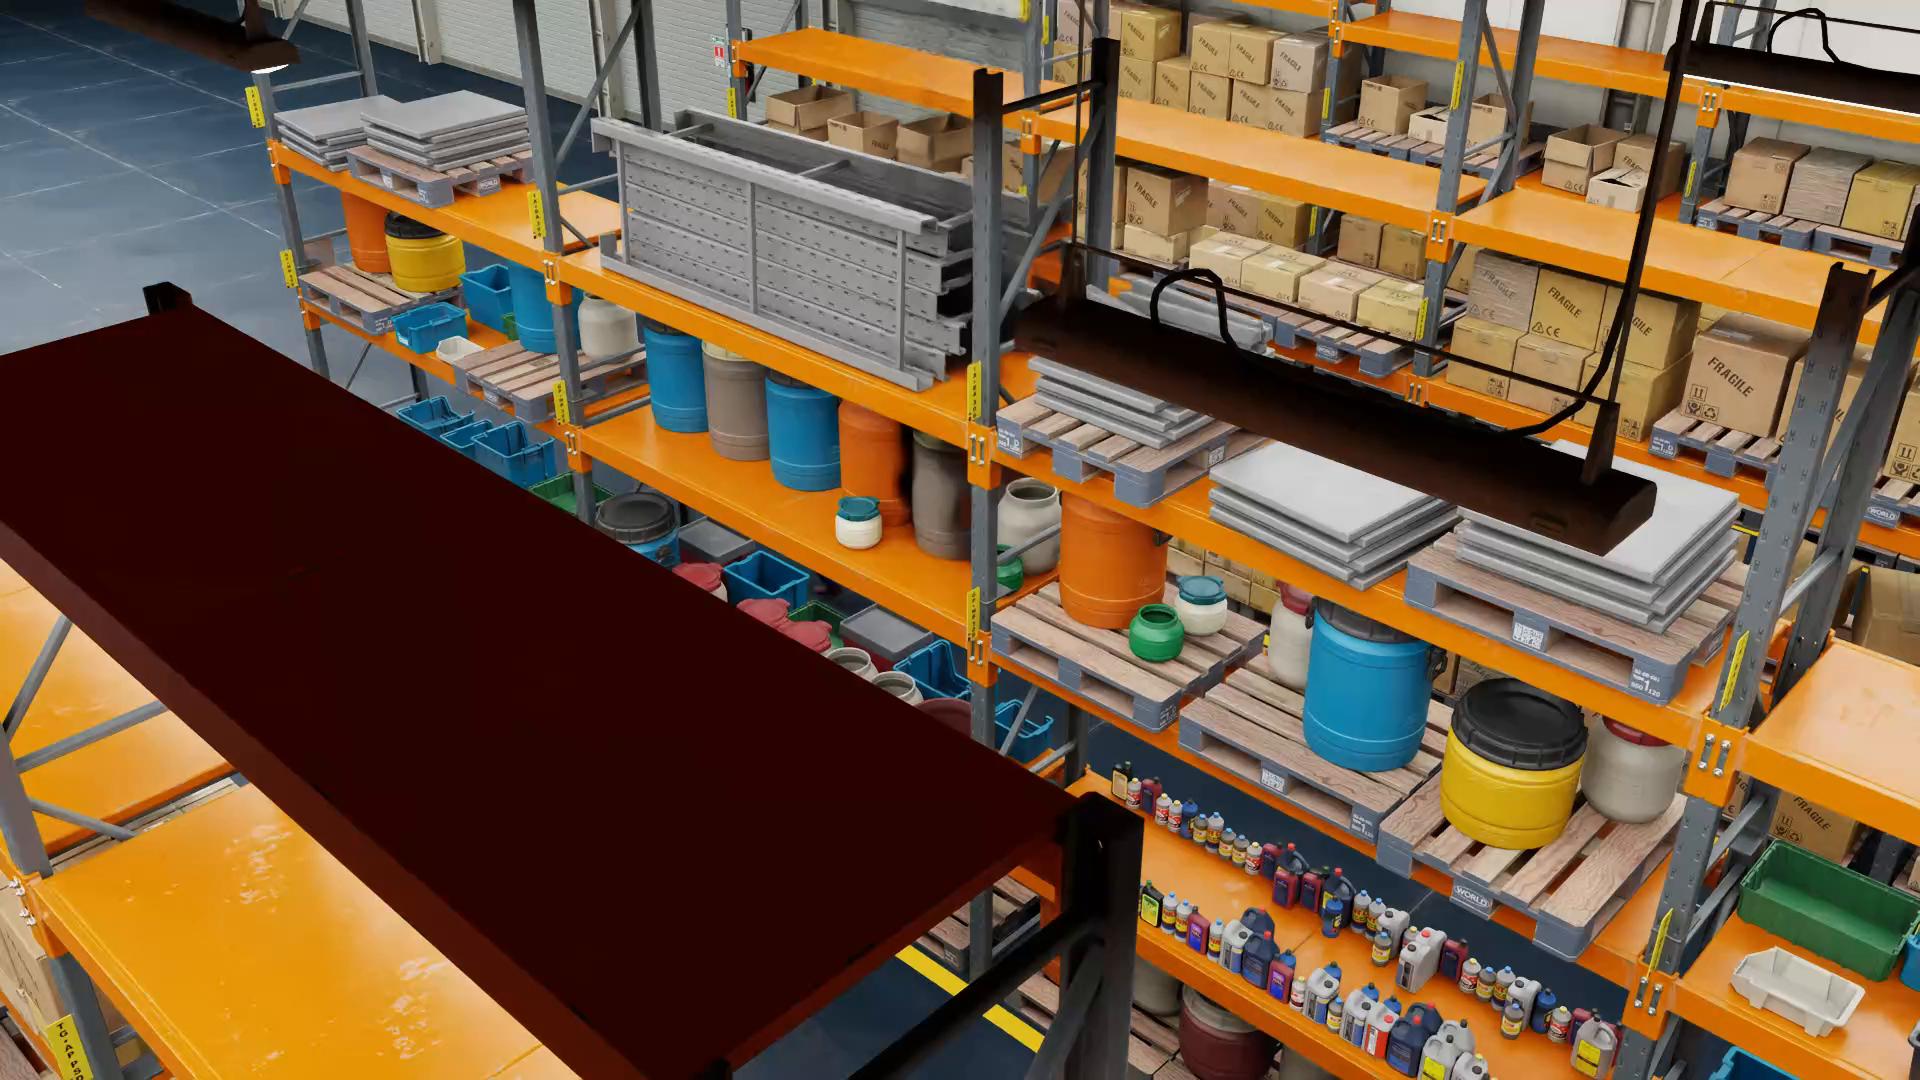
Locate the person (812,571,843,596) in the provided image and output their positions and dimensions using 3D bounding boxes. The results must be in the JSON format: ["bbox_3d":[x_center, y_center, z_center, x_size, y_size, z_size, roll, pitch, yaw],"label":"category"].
[{"bbox_3d":[-1.301,-0.217,15.032,0.623,1.600,0.645,16,33,26],"label":"person"}]
